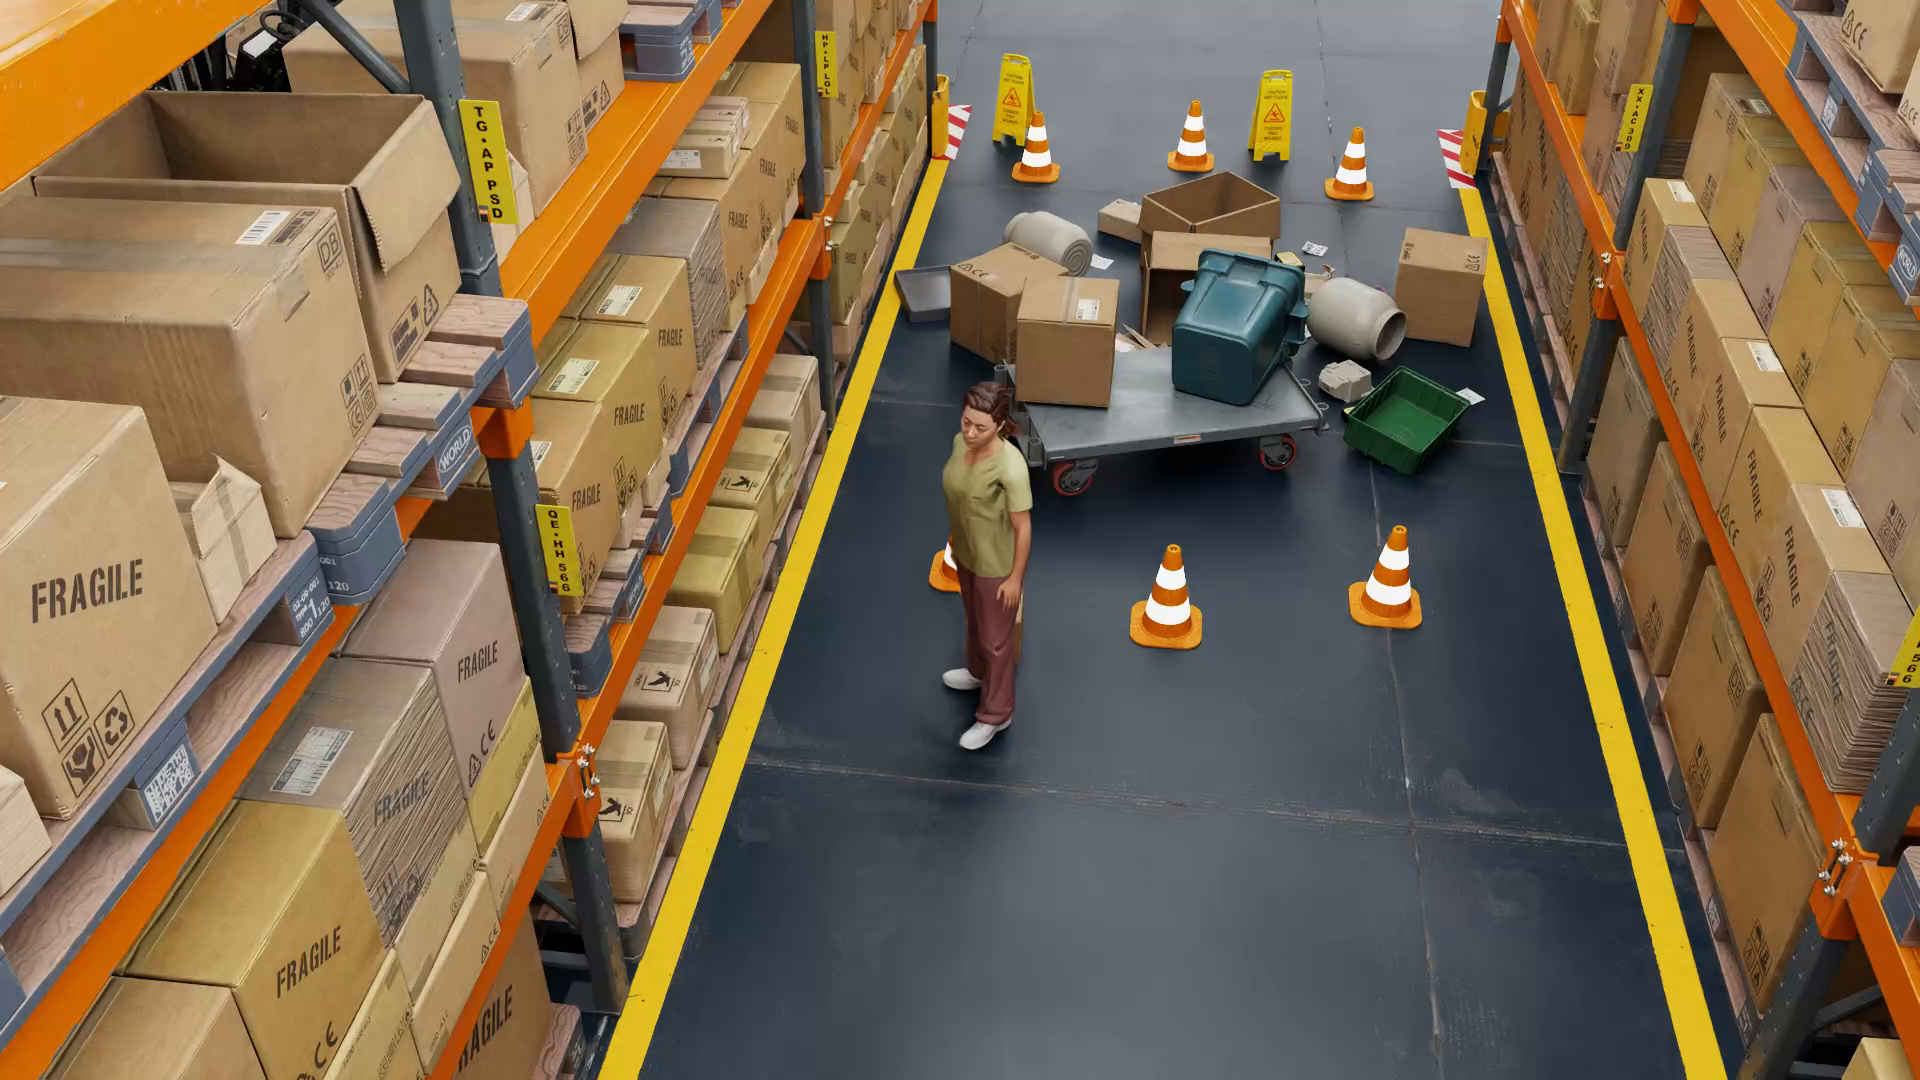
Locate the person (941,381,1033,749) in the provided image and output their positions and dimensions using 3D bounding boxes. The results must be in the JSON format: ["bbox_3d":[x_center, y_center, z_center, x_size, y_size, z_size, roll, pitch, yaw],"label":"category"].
[{"bbox_3d":[0.084,0.081,6.888,0.429,1.673,0.519,-20,41,-25],"label":"person"}]
